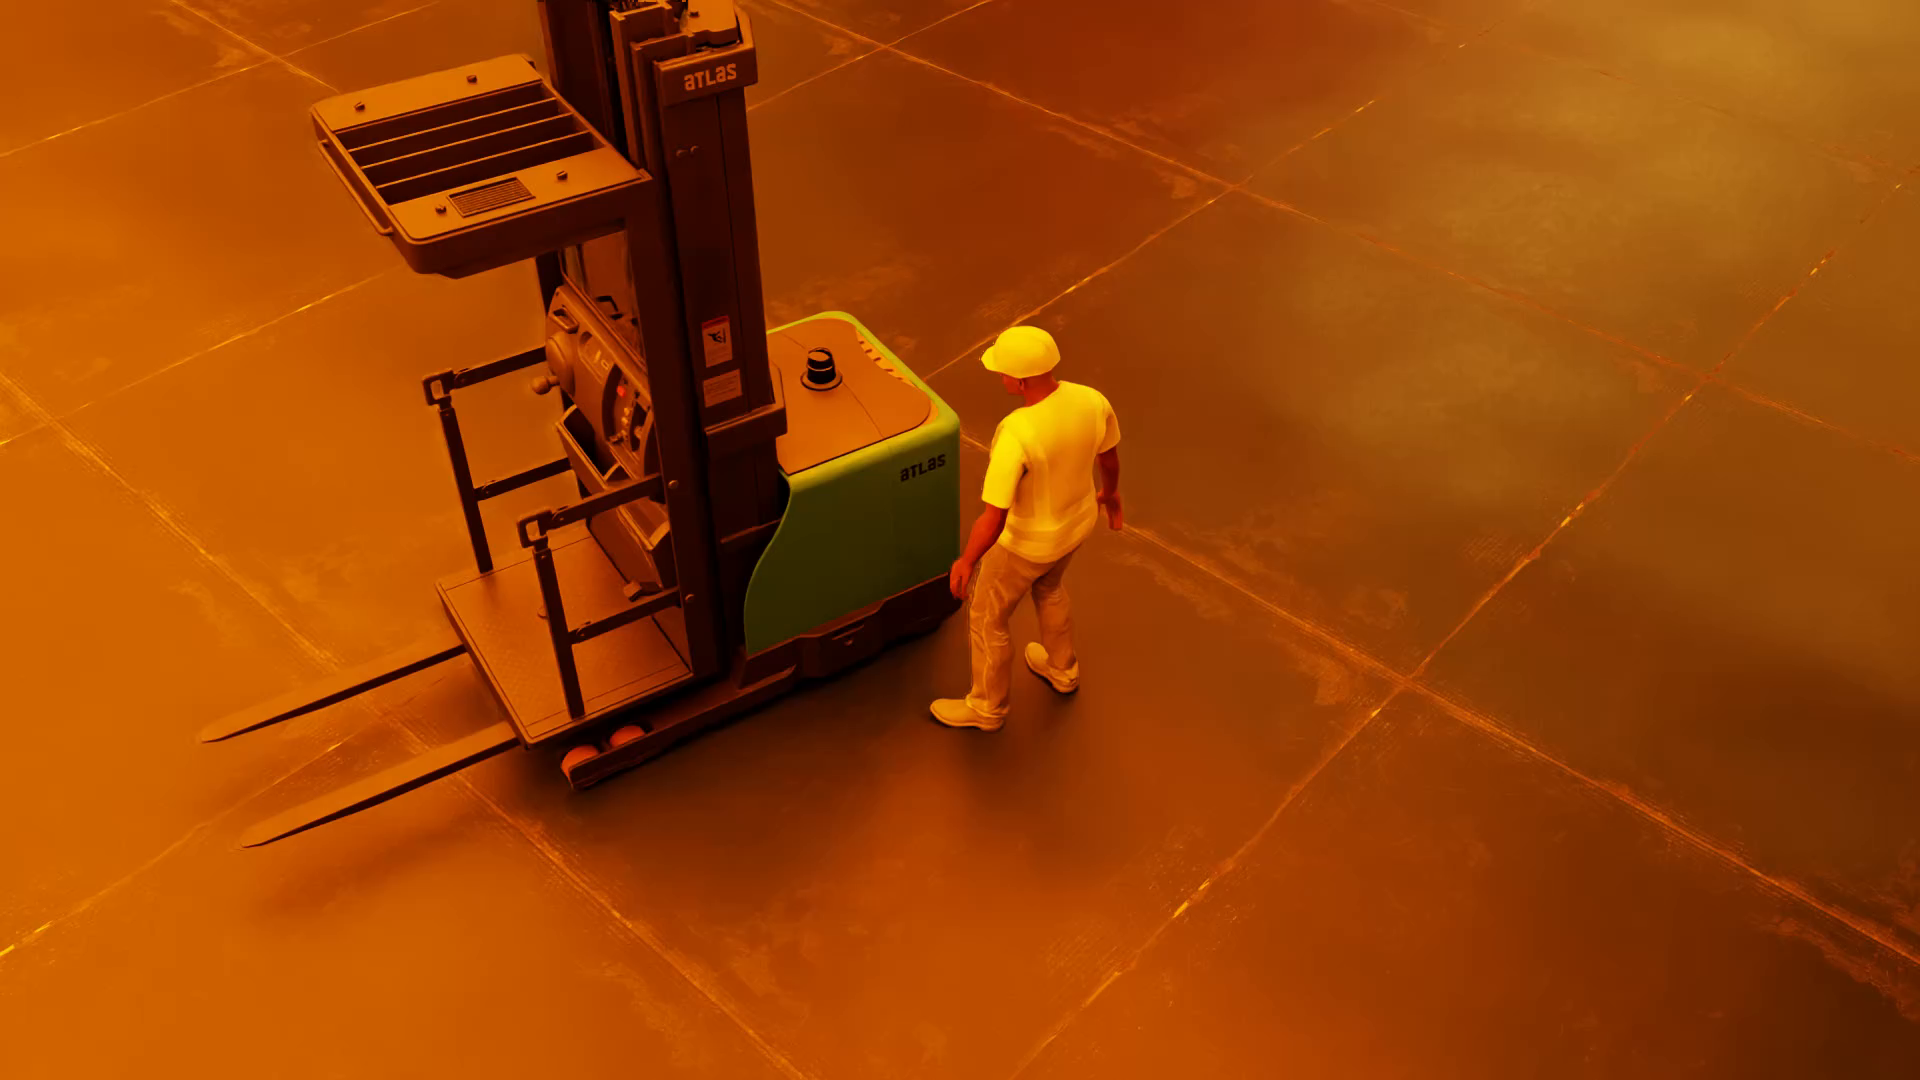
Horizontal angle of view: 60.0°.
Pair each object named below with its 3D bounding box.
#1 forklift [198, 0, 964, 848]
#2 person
[{"bbox_3d":[-1.504,-0.537,6.054,3.031,2.935,1.130,-22,45,-24],"label":"forklift"},{"bbox_3d":[0.271,-0.065,6.424,0.427,1.734,0.839,31,49,31],"label":"person"}]
